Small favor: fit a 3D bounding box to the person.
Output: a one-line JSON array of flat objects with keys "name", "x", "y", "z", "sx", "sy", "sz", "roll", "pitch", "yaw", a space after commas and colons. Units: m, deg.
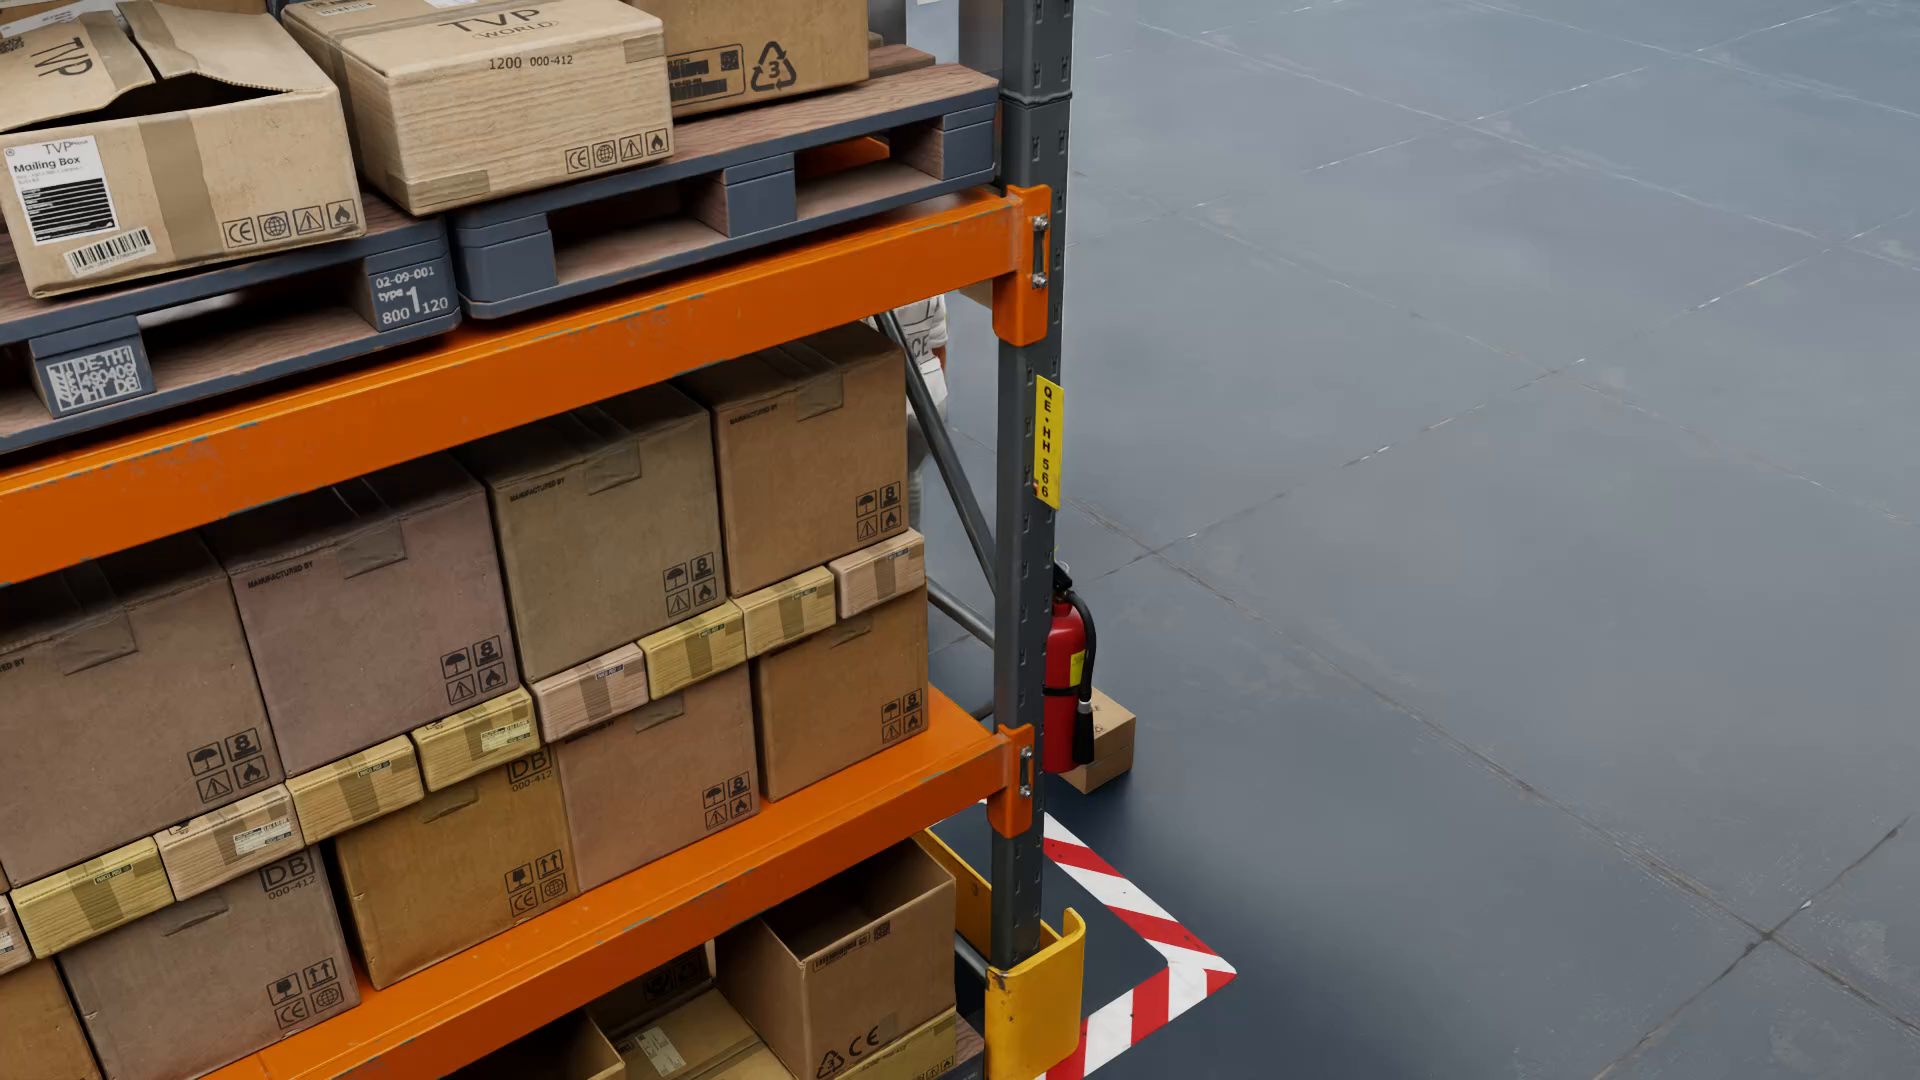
[{"name": "person", "x": -0.263, "y": -0.532, "z": 6.940, "sx": 0.487, "sy": 1.644, "sz": 0.646, "roll": -14, "pitch": 35, "yaw": -21}]
